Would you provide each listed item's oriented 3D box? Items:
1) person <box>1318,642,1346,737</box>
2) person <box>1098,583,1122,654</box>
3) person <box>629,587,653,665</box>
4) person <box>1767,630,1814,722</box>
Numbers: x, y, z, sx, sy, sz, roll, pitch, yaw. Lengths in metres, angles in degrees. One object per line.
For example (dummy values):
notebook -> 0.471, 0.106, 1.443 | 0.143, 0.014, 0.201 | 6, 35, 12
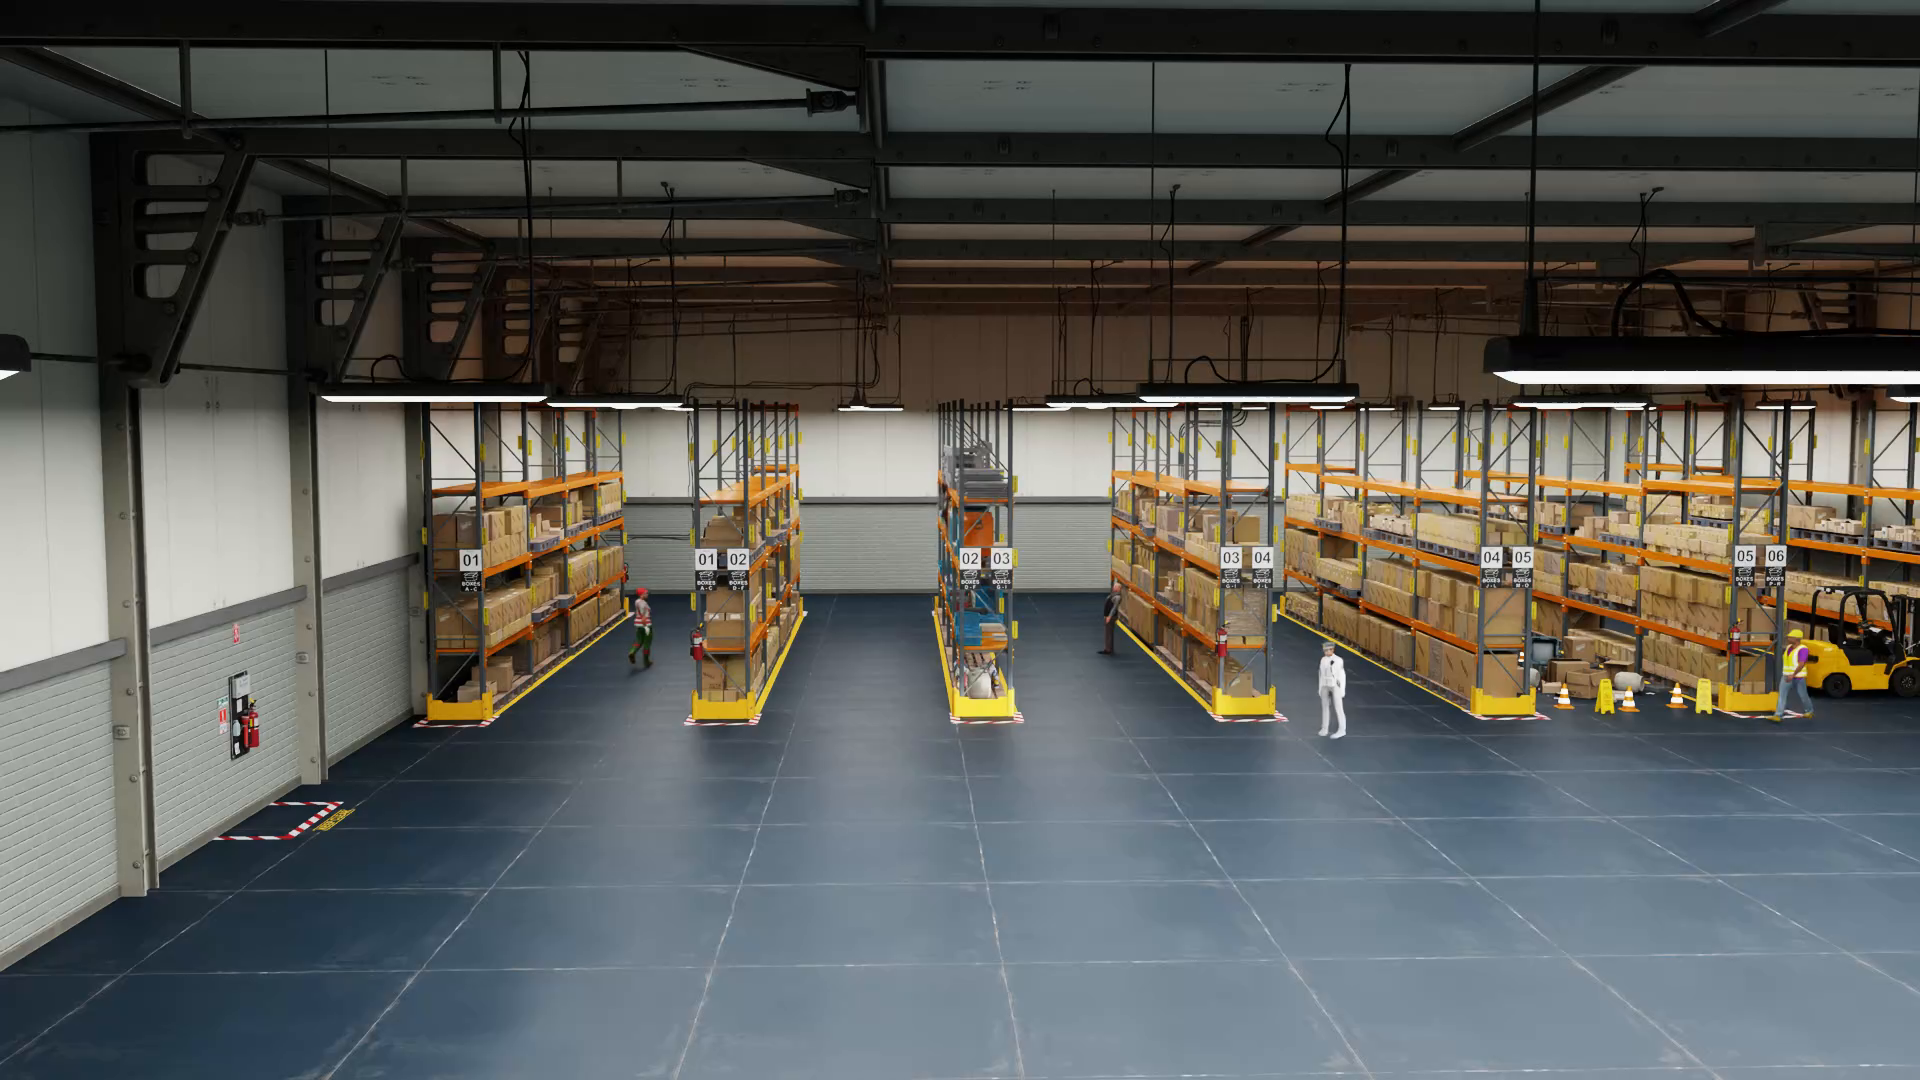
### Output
person -> 6.595, 2.644, 29.552 | 0.372, 1.669, 0.568 | -4, 6, -42
person -> 3.577, 1.888, 39.654 | 0.557, 1.728, 0.610 | 0, 4, 4
person -> -7.224, 1.961, 37.691 | 0.508, 1.781, 0.668 | 3, 5, 34
person -> 15.476, 2.523, 30.855 | 1.089, 1.722, 0.509 | -3, 5, -34
